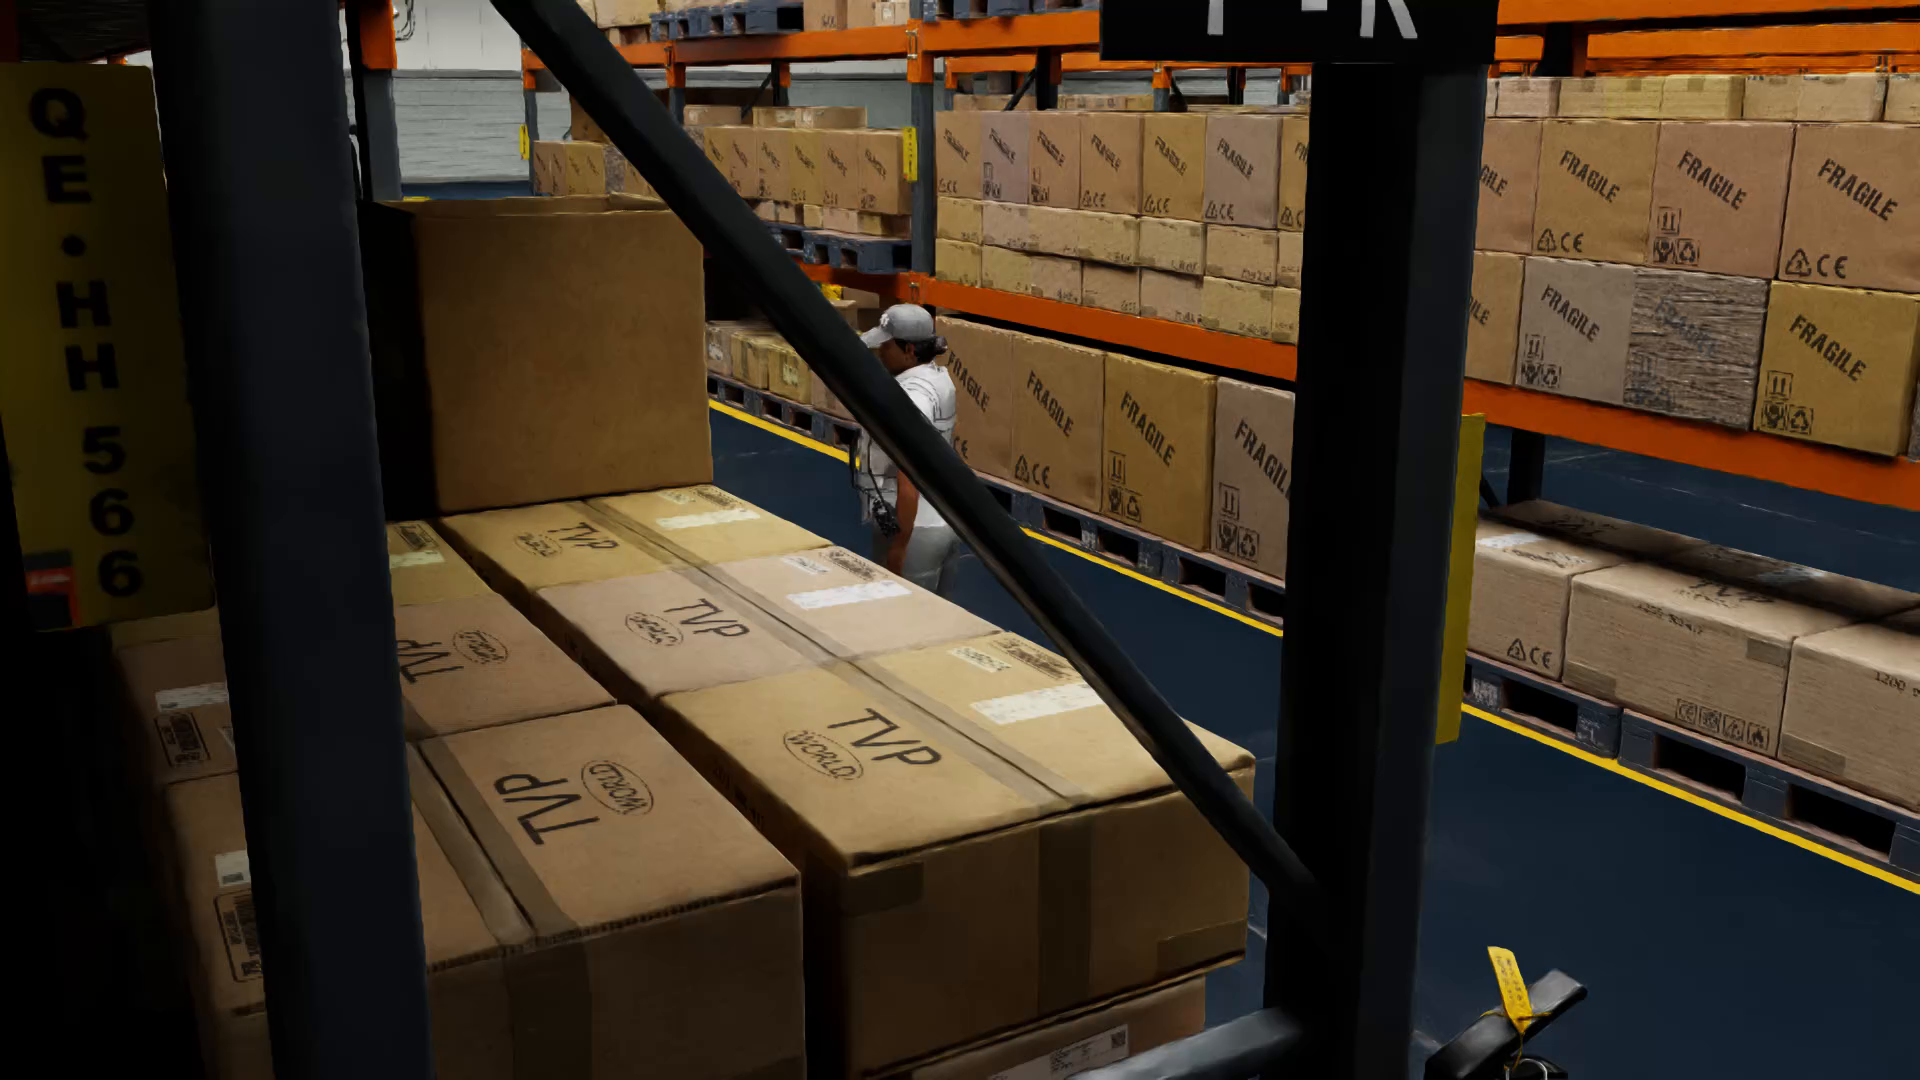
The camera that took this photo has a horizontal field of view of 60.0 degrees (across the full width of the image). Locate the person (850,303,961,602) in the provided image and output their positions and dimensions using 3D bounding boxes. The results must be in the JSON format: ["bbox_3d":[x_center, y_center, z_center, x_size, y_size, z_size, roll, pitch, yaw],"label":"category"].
[{"bbox_3d":[-0.144,-0.064,6.215,0.384,1.665,0.679,4,16,16],"label":"person"}]
